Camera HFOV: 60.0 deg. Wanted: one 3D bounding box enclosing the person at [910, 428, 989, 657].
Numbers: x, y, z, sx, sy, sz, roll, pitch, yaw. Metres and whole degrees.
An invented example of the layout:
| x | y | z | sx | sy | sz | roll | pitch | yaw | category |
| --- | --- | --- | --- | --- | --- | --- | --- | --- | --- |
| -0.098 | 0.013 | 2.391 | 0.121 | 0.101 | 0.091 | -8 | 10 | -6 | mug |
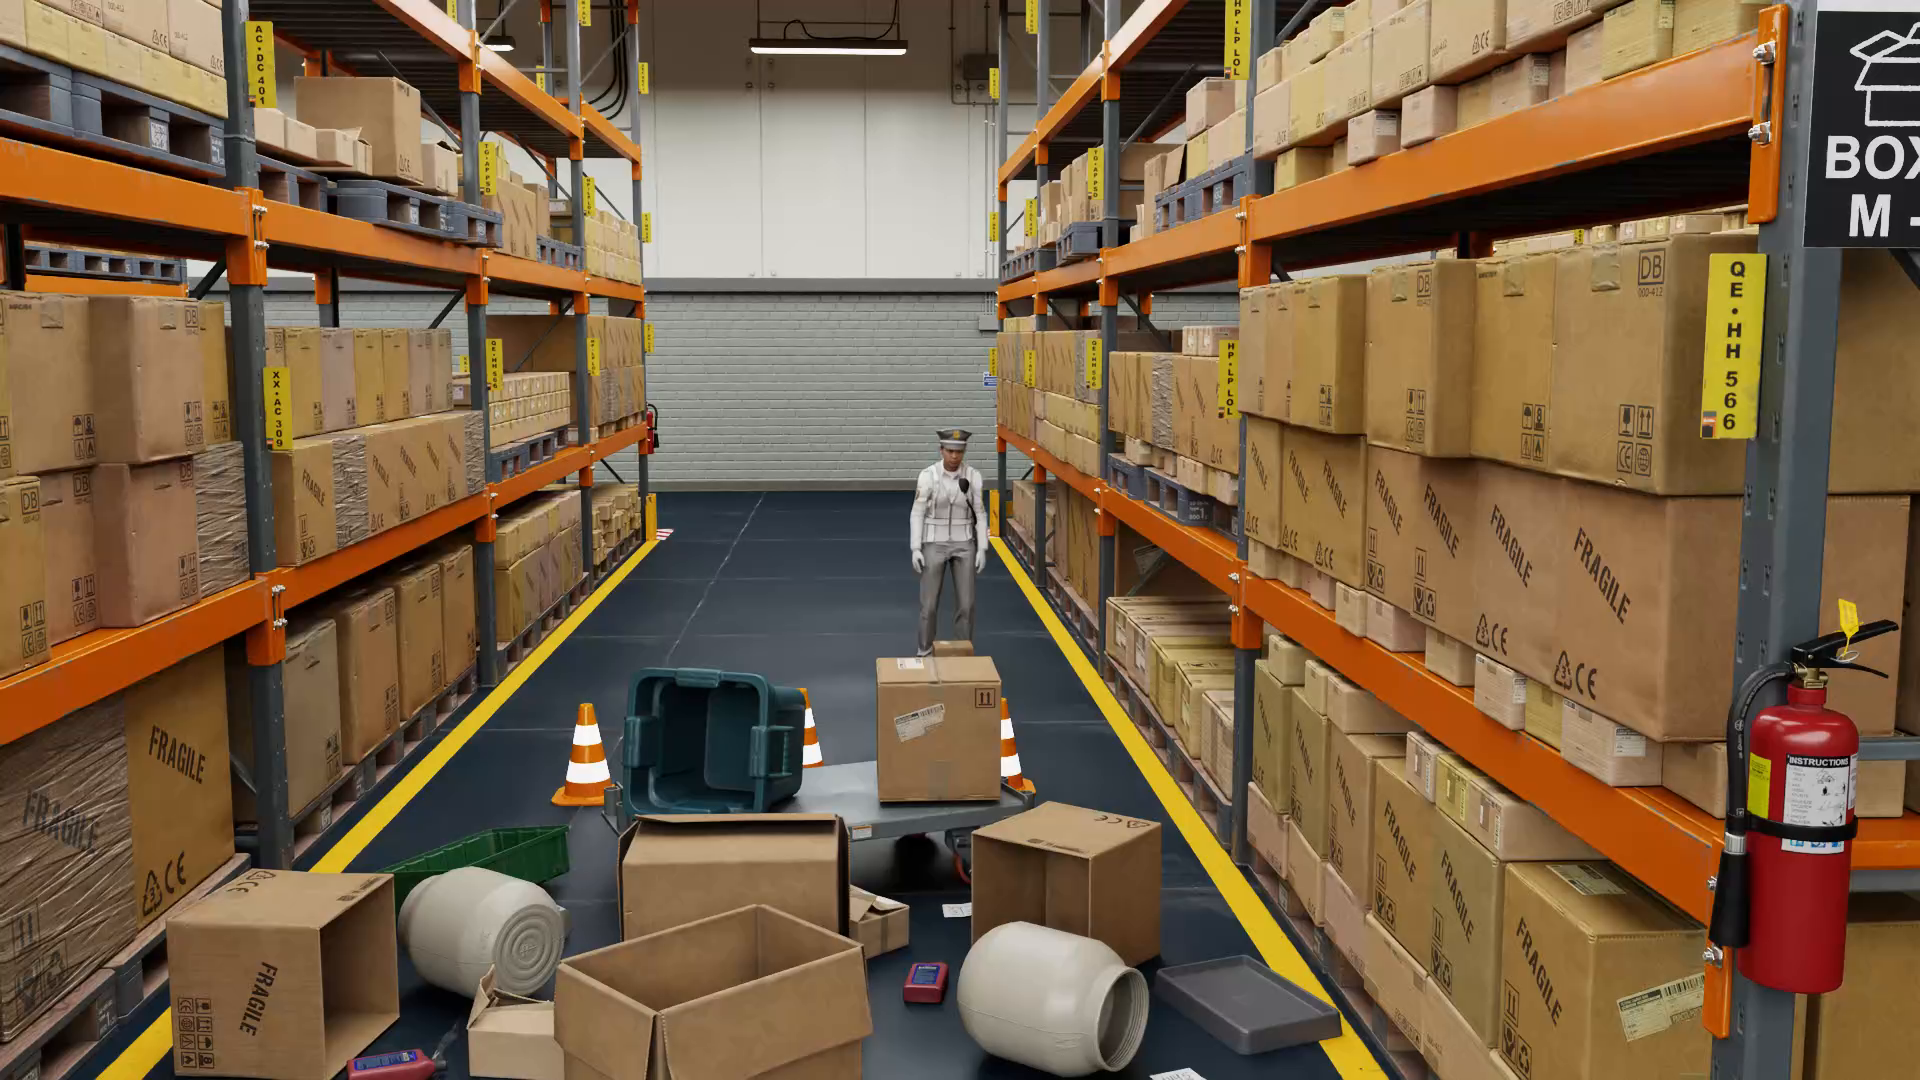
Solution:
| x | y | z | sx | sy | sz | roll | pitch | yaw | category |
| --- | --- | --- | --- | --- | --- | --- | --- | --- | --- |
| -0.069 | 0.080 | 11.090 | 0.527 | 1.661 | 0.375 | -1 | 7 | -6 | person |
